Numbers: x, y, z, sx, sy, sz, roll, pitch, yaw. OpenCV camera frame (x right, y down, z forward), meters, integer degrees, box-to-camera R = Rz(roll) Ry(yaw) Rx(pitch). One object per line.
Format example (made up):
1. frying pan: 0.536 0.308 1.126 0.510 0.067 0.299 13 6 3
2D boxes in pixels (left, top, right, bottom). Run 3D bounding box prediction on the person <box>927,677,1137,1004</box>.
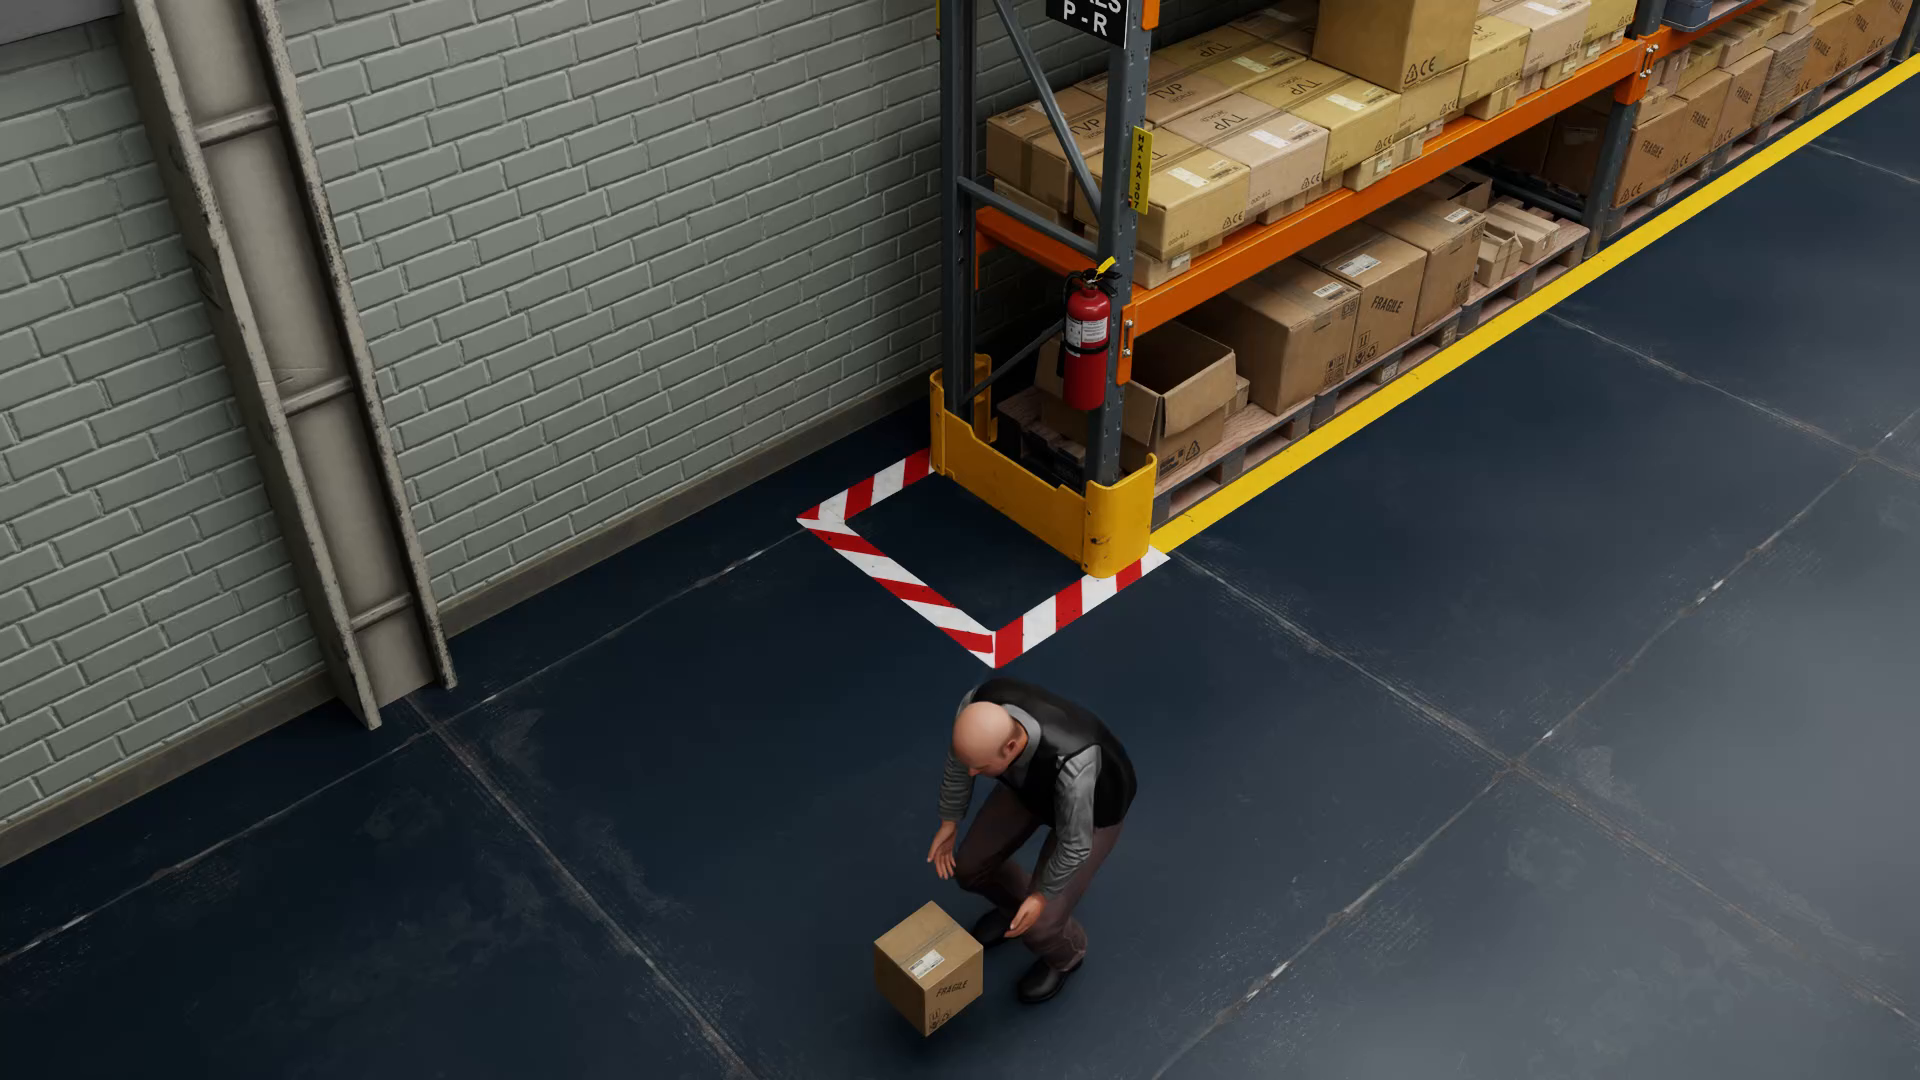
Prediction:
1. person: 0.251 0.915 5.321 0.708 1.405 0.592 -30 48 -31
